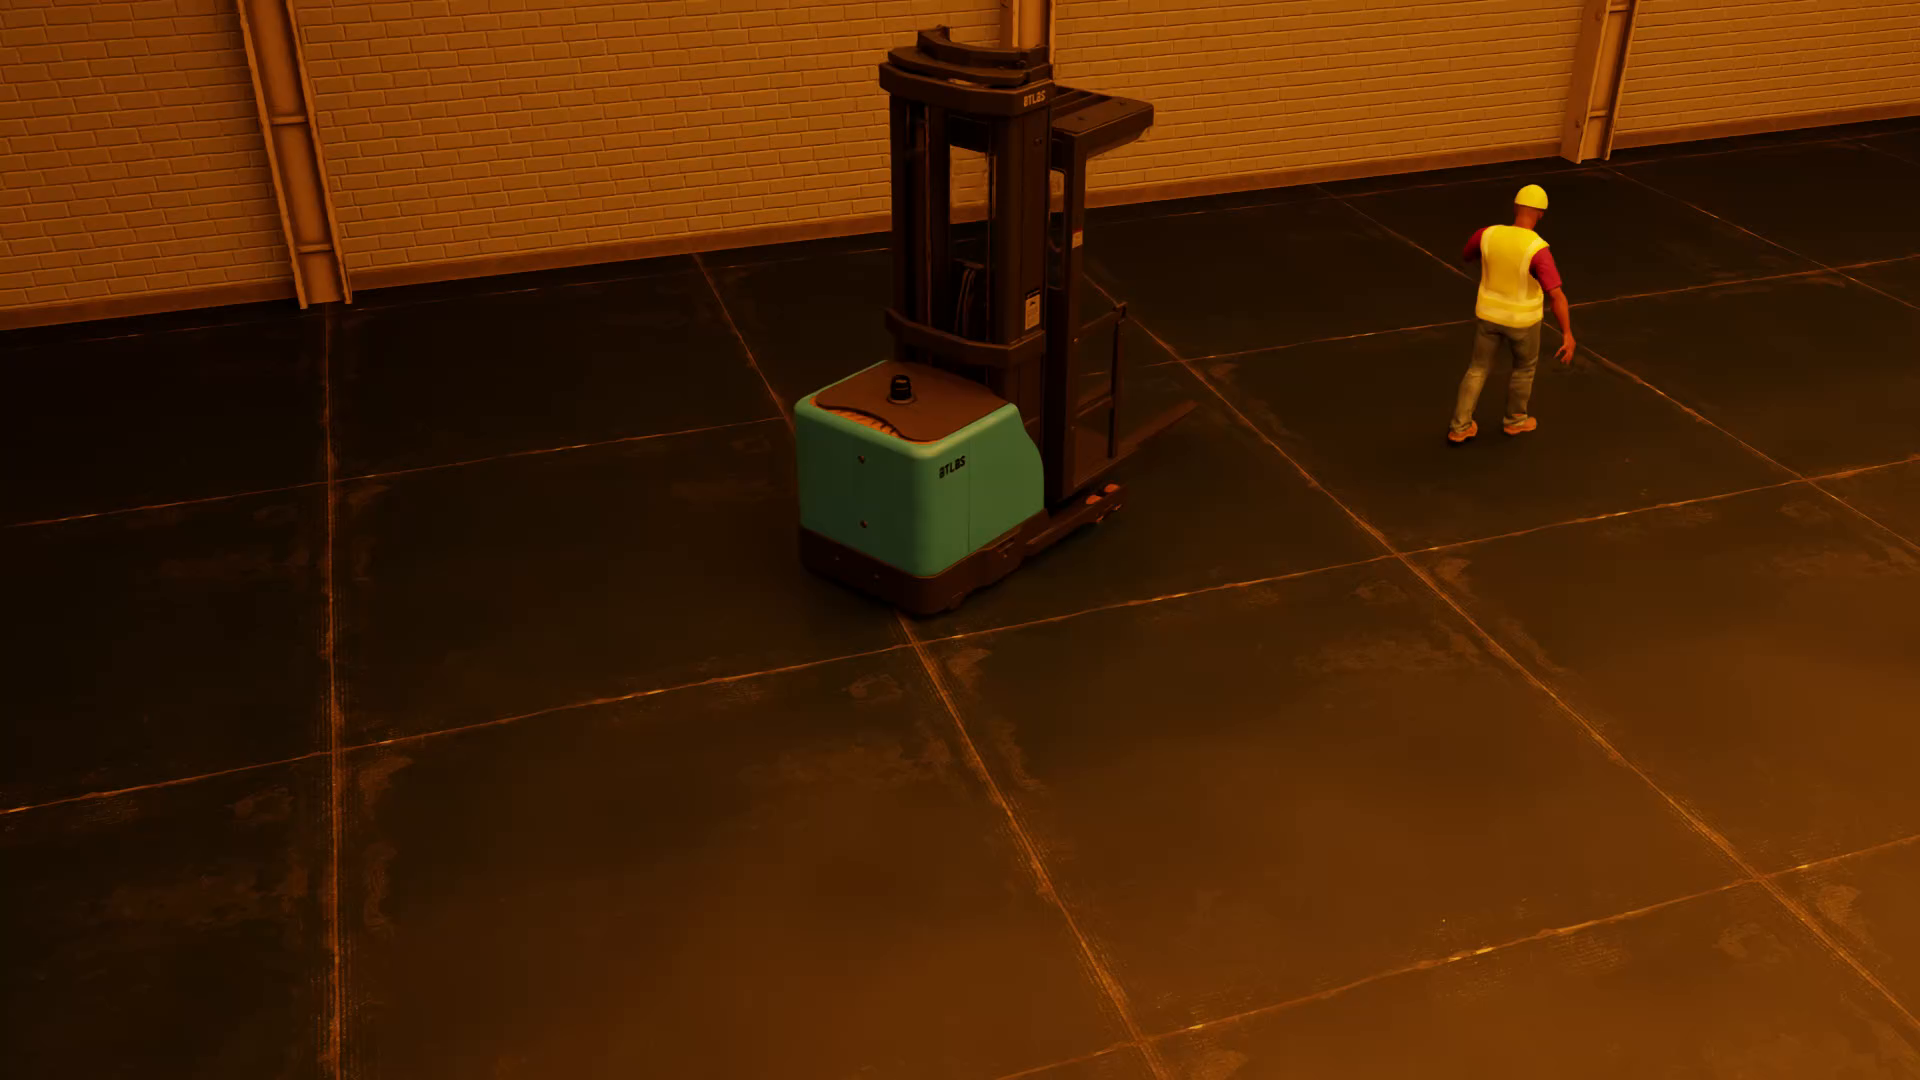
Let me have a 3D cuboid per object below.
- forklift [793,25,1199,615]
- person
[{"bbox_3d":[0.385,-1.520,9.730,1.130,2.935,3.031,22,37,34],"label":"forklift"},{"bbox_3d":[3.629,-1.466,10.840,0.765,1.745,1.020,-26,39,-38],"label":"person"}]
